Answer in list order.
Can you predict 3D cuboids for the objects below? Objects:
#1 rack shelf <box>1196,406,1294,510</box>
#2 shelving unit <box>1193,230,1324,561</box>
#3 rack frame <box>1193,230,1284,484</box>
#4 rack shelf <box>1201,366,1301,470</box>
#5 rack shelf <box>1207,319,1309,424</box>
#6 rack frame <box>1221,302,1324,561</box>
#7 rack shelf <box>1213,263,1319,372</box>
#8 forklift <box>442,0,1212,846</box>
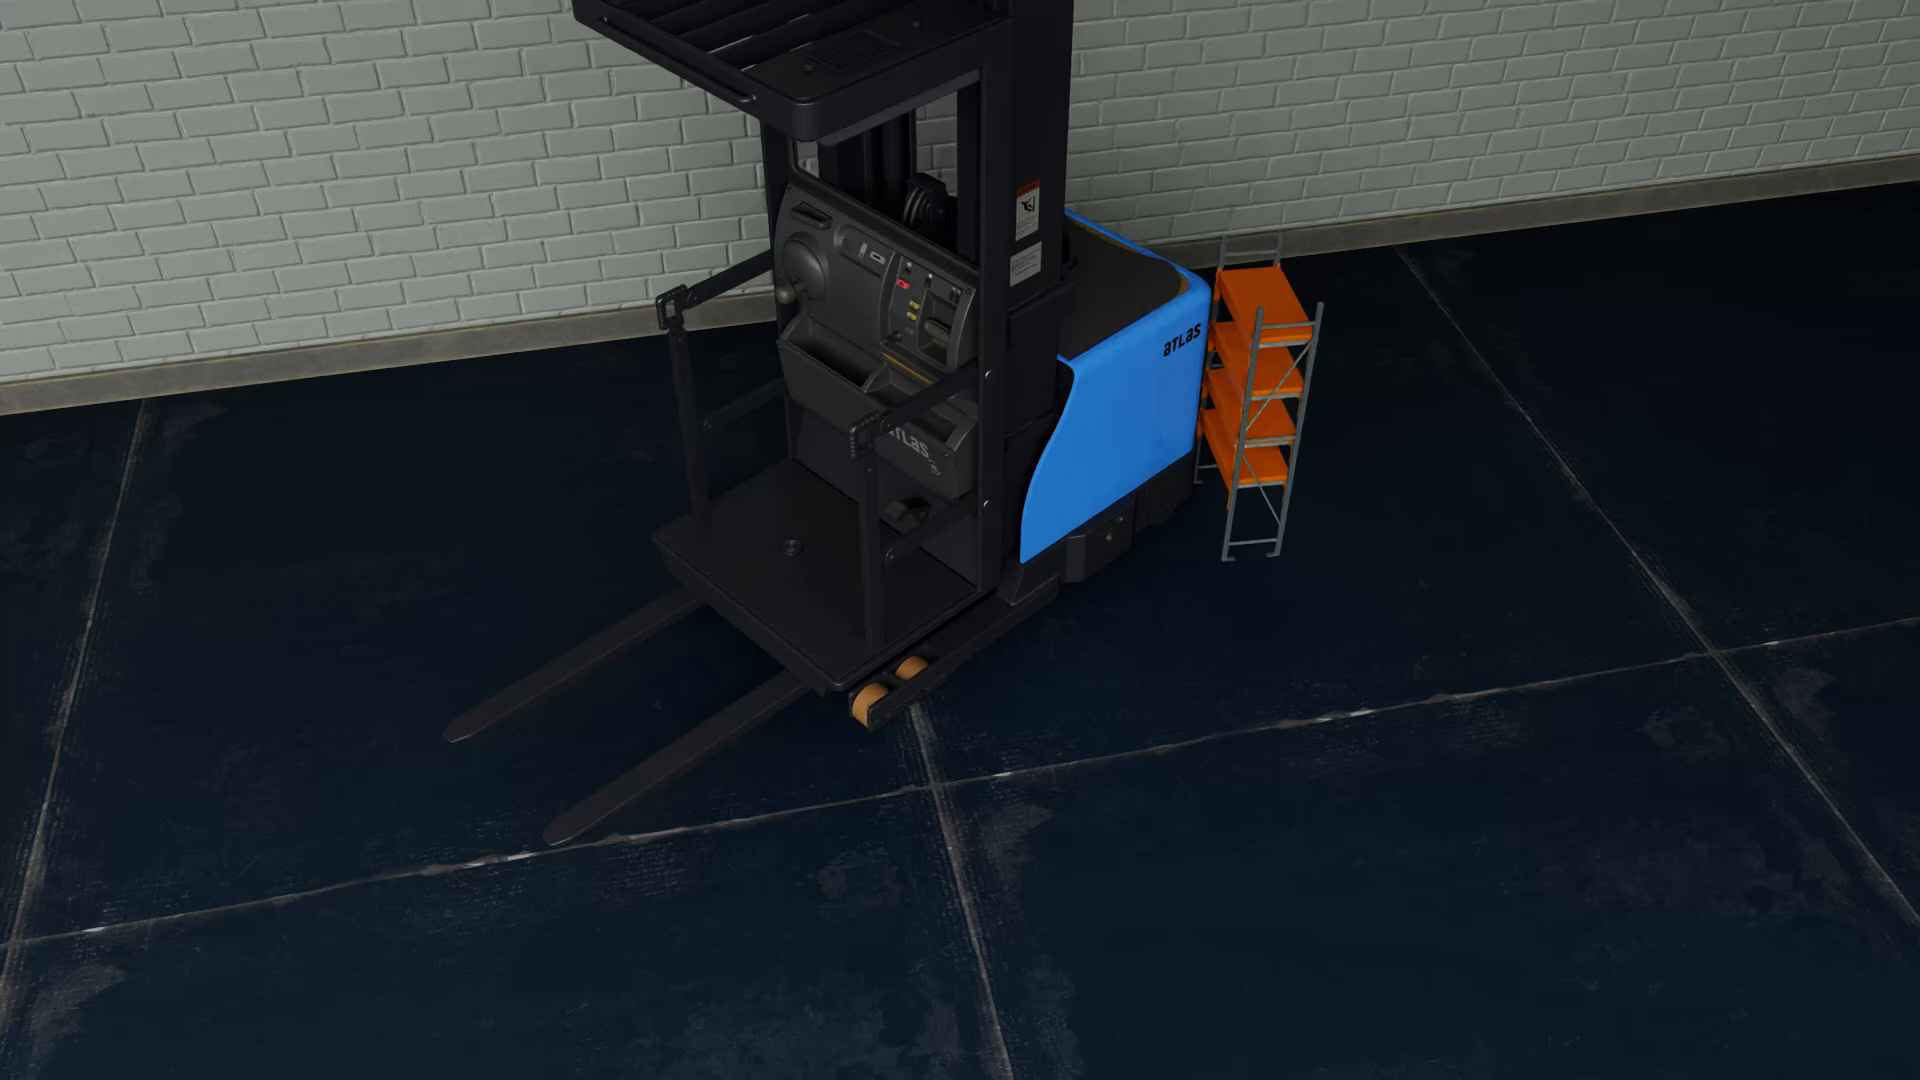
[{"bbox_3d":[1.130,-0.341,6.630,0.258,0.148,0.480,-5,42,-6],"label":"rack shelf"},{"bbox_3d":[1.131,-0.540,6.454,0.258,1.200,0.503,-5,42,-6],"label":"shelving unit"},{"bbox_3d":[1.095,-0.701,6.634,0.240,1.200,0.015,-5,42,-6],"label":"rack frame"},{"bbox_3d":[1.131,-0.490,6.498,0.258,0.148,0.480,-5,42,-6],"label":"rack shelf"},{"bbox_3d":[1.132,-0.657,6.350,0.258,0.148,0.480,-5,42,-6],"label":"rack shelf"},{"bbox_3d":[1.167,-0.380,6.273,0.240,1.200,0.015,-5,42,-6],"label":"rack frame"},{"bbox_3d":[1.133,-0.834,6.193,0.258,0.148,0.480,-5,42,-6],"label":"rack shelf"},{"bbox_3d":[-0.448,-0.809,5.453,3.031,2.935,1.130,-33,51,-31],"label":"forklift"}]
